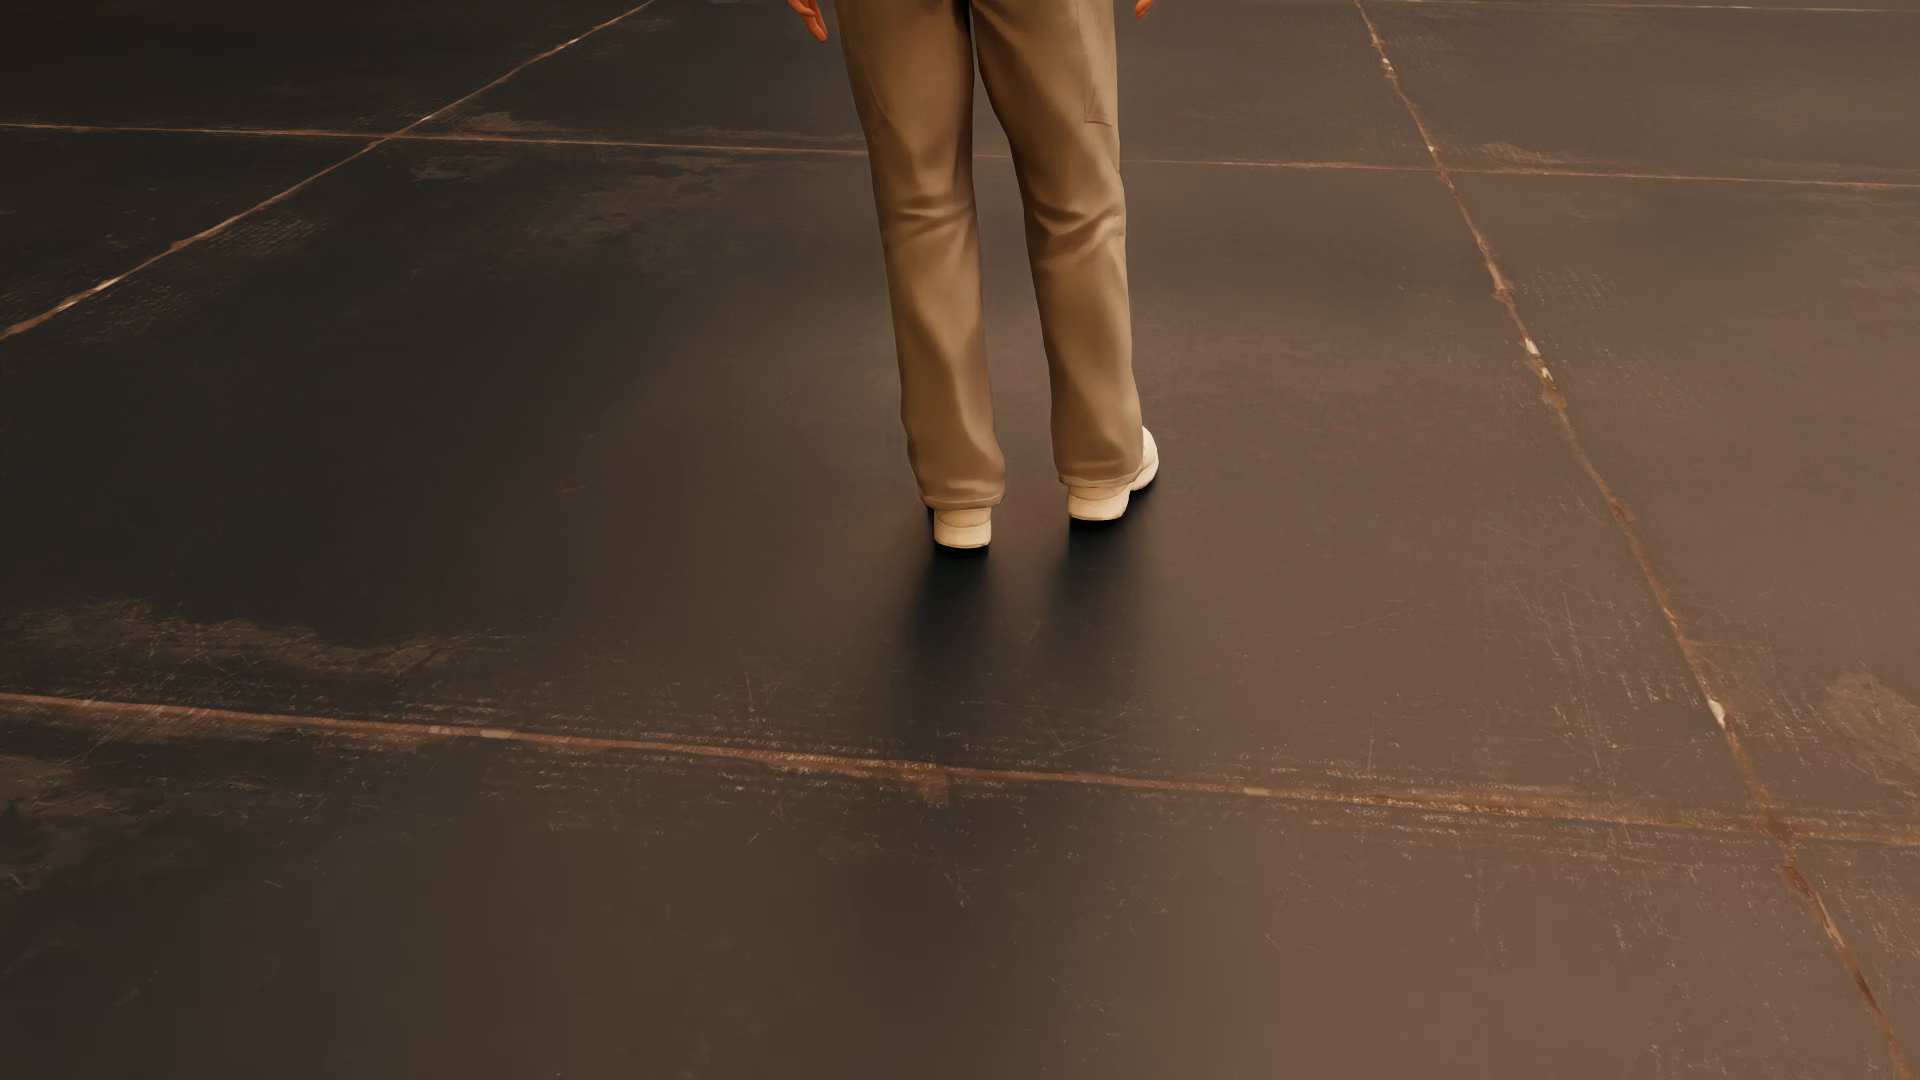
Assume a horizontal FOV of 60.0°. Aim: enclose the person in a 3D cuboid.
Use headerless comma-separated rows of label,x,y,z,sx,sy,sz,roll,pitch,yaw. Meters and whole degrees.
person,0.023,-0.788,2.187,0.549,1.672,0.548,3,27,7
